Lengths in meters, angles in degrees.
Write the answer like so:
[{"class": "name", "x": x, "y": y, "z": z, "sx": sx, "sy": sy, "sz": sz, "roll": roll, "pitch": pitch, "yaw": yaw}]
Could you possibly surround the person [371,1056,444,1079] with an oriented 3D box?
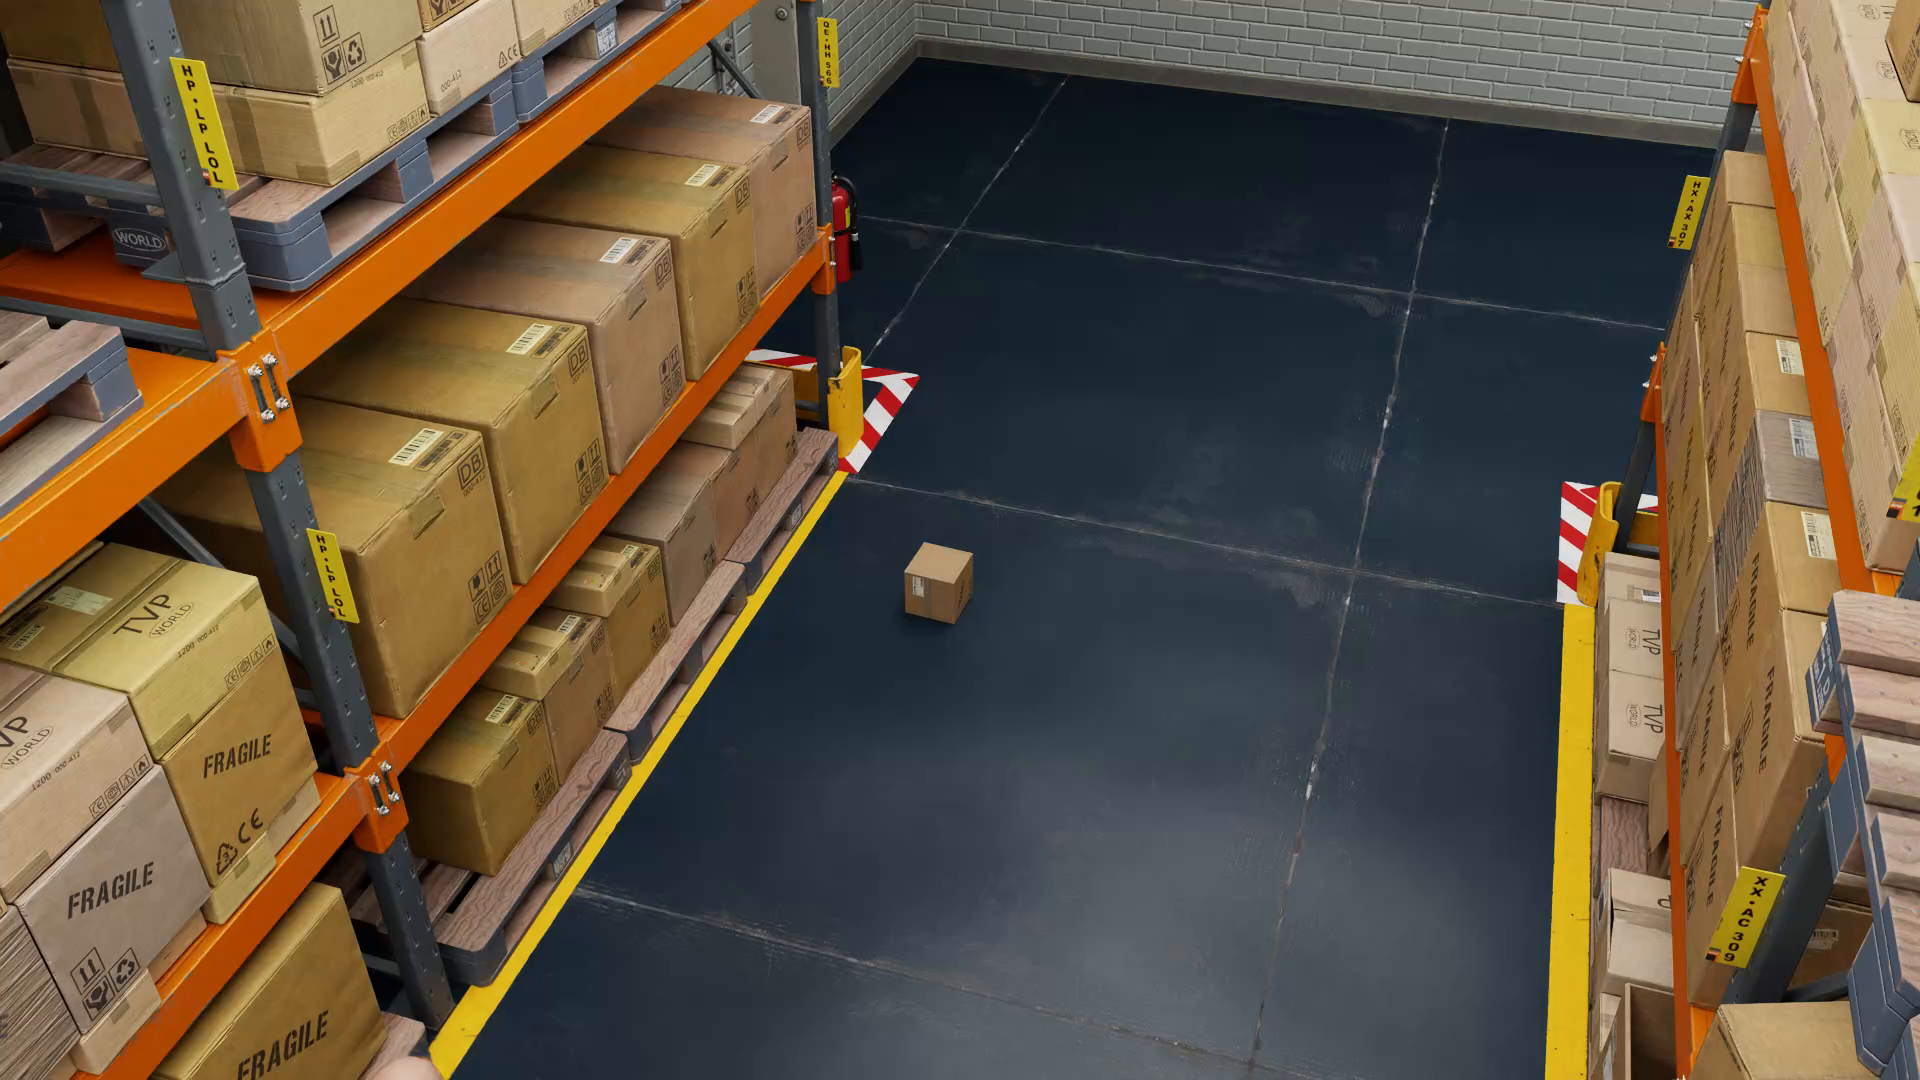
[{"class": "person", "x": -1.269, "y": 1.923, "z": 4.305, "sx": 0.570, "sy": 1.749, "sz": 0.993, "roll": 10, "pitch": 38, "yaw": 14}]
